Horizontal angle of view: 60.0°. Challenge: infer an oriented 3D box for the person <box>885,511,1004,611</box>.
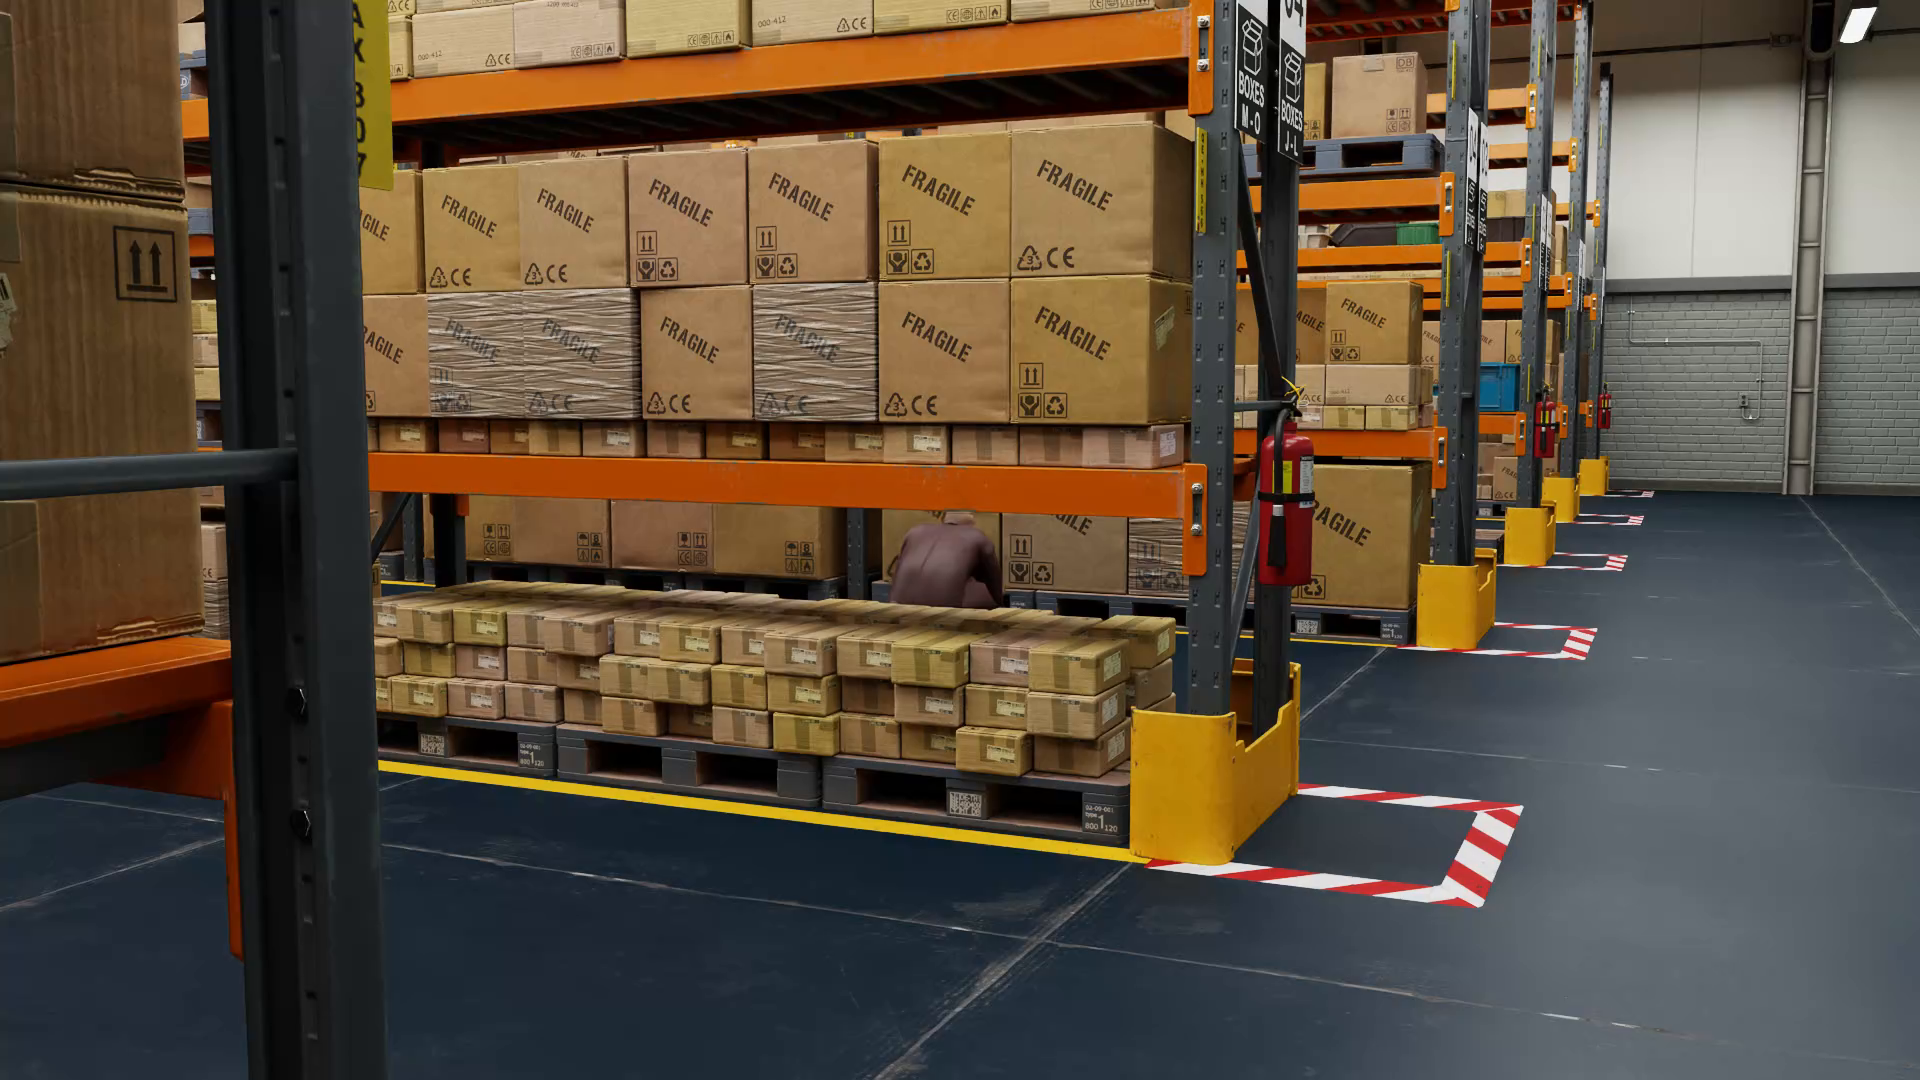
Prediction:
[{"bbox_3d":[-0.085,0.305,8.819,0.603,0.918,0.908,2,6,24],"label":"person"}]
